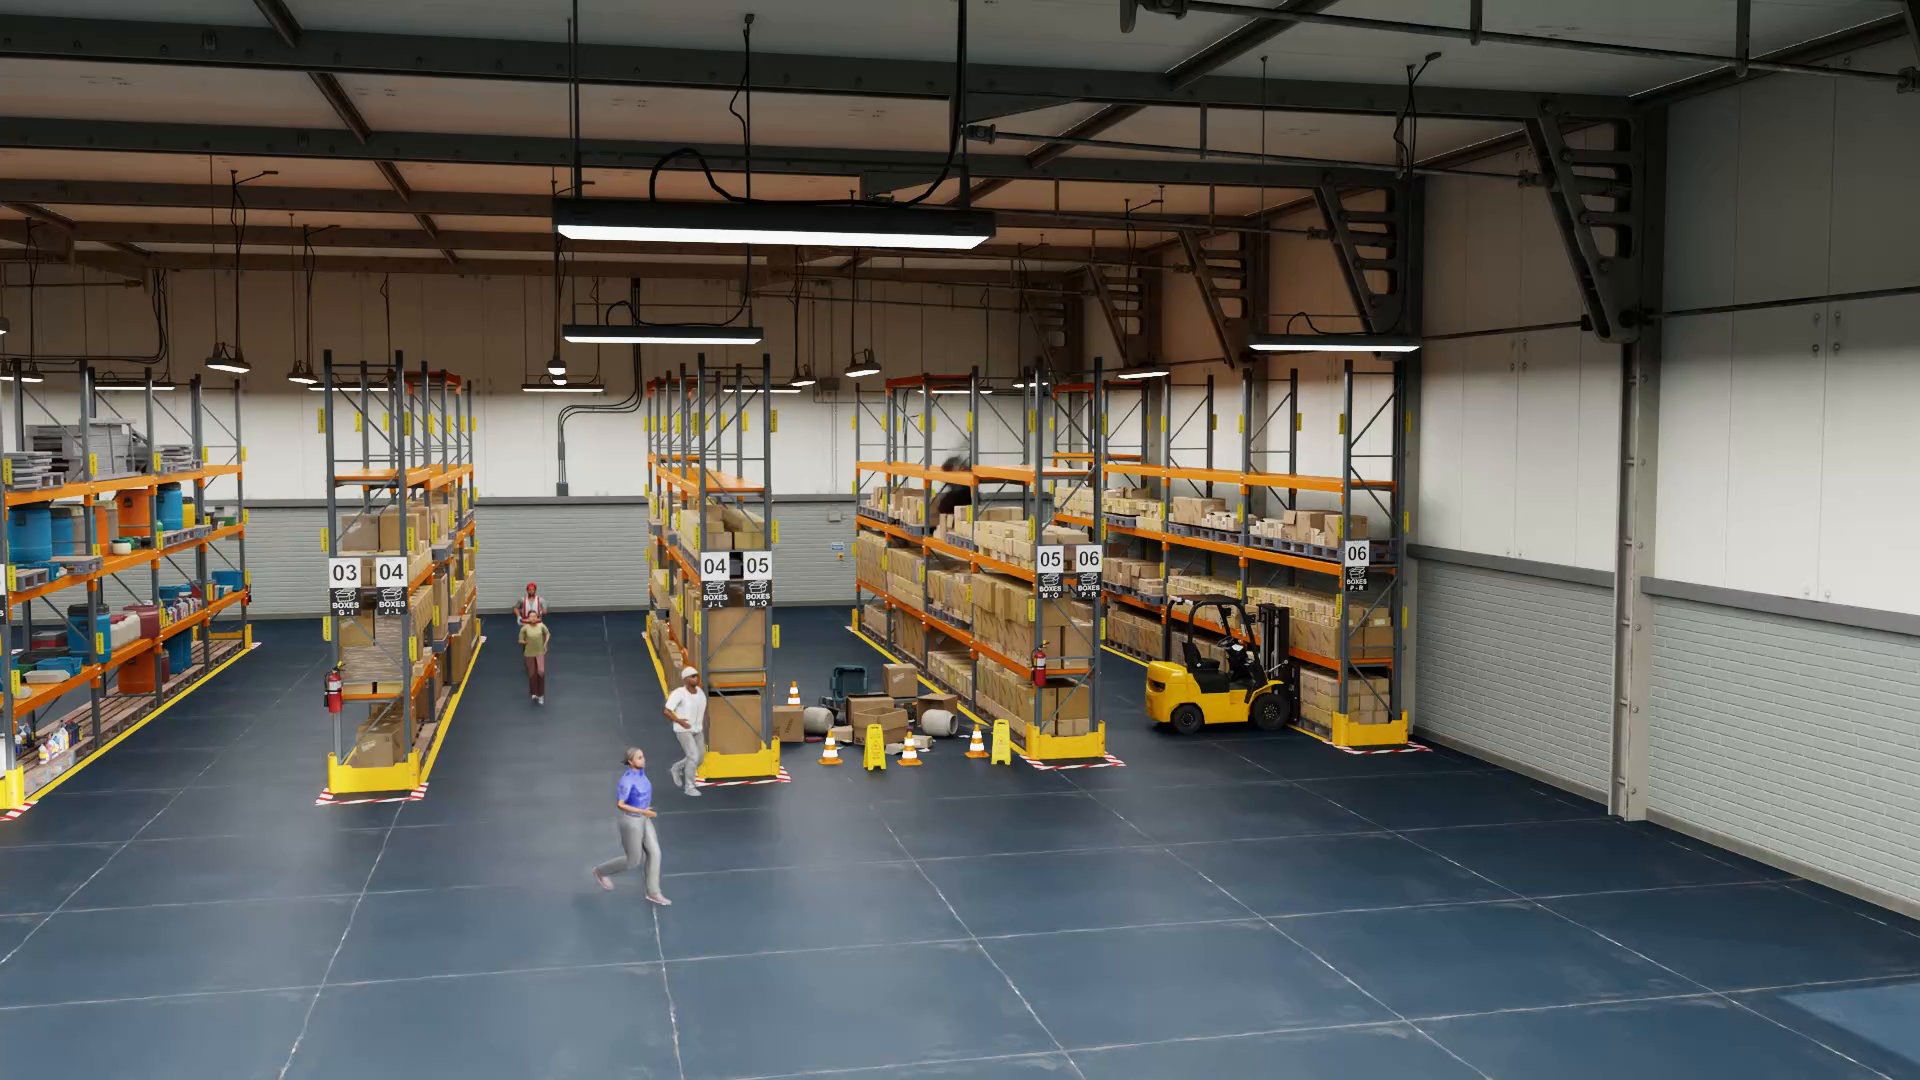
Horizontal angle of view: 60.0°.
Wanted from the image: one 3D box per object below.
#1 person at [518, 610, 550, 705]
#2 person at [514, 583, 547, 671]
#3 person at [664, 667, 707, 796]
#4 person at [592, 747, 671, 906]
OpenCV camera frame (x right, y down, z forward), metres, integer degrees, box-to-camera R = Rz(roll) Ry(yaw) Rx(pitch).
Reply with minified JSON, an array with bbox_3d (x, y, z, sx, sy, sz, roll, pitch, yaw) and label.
[{"bbox_3d":[-7.635,2.102,29.832,0.556,1.710,0.711,-1,4,-16],"label":"person"},{"bbox_3d":[-8.705,1.757,33.782,0.637,1.776,0.655,-1,4,-18],"label":"person"},{"bbox_3d":[-3.706,2.591,22.637,0.655,1.741,0.718,3,5,37],"label":"person"},{"bbox_3d":[-3.424,2.983,17.394,0.859,1.659,0.579,1,4,16],"label":"person"}]
